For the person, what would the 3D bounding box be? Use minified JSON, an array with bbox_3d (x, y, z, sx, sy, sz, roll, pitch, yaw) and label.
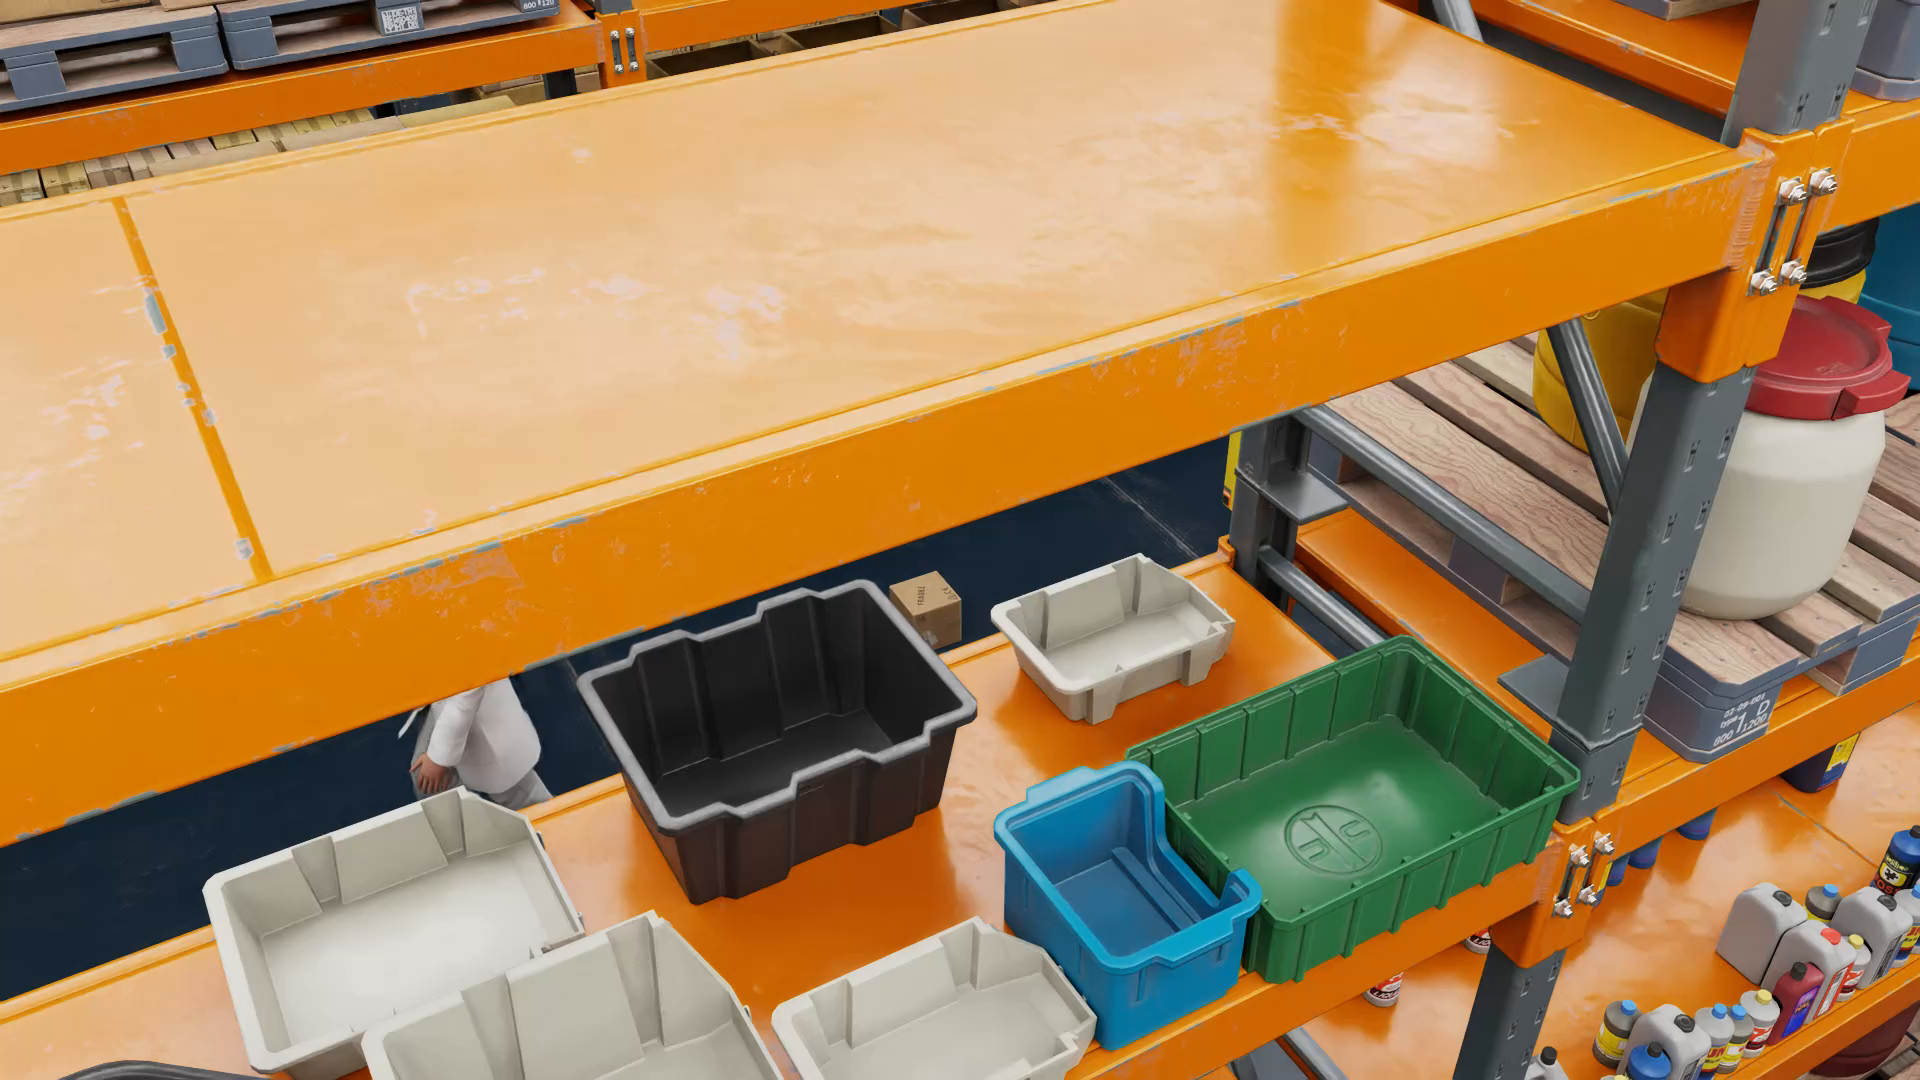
[{"bbox_3d":[-1.817,0.664,6.057,0.719,1.832,0.584,-16,39,-20],"label":"person"}]
